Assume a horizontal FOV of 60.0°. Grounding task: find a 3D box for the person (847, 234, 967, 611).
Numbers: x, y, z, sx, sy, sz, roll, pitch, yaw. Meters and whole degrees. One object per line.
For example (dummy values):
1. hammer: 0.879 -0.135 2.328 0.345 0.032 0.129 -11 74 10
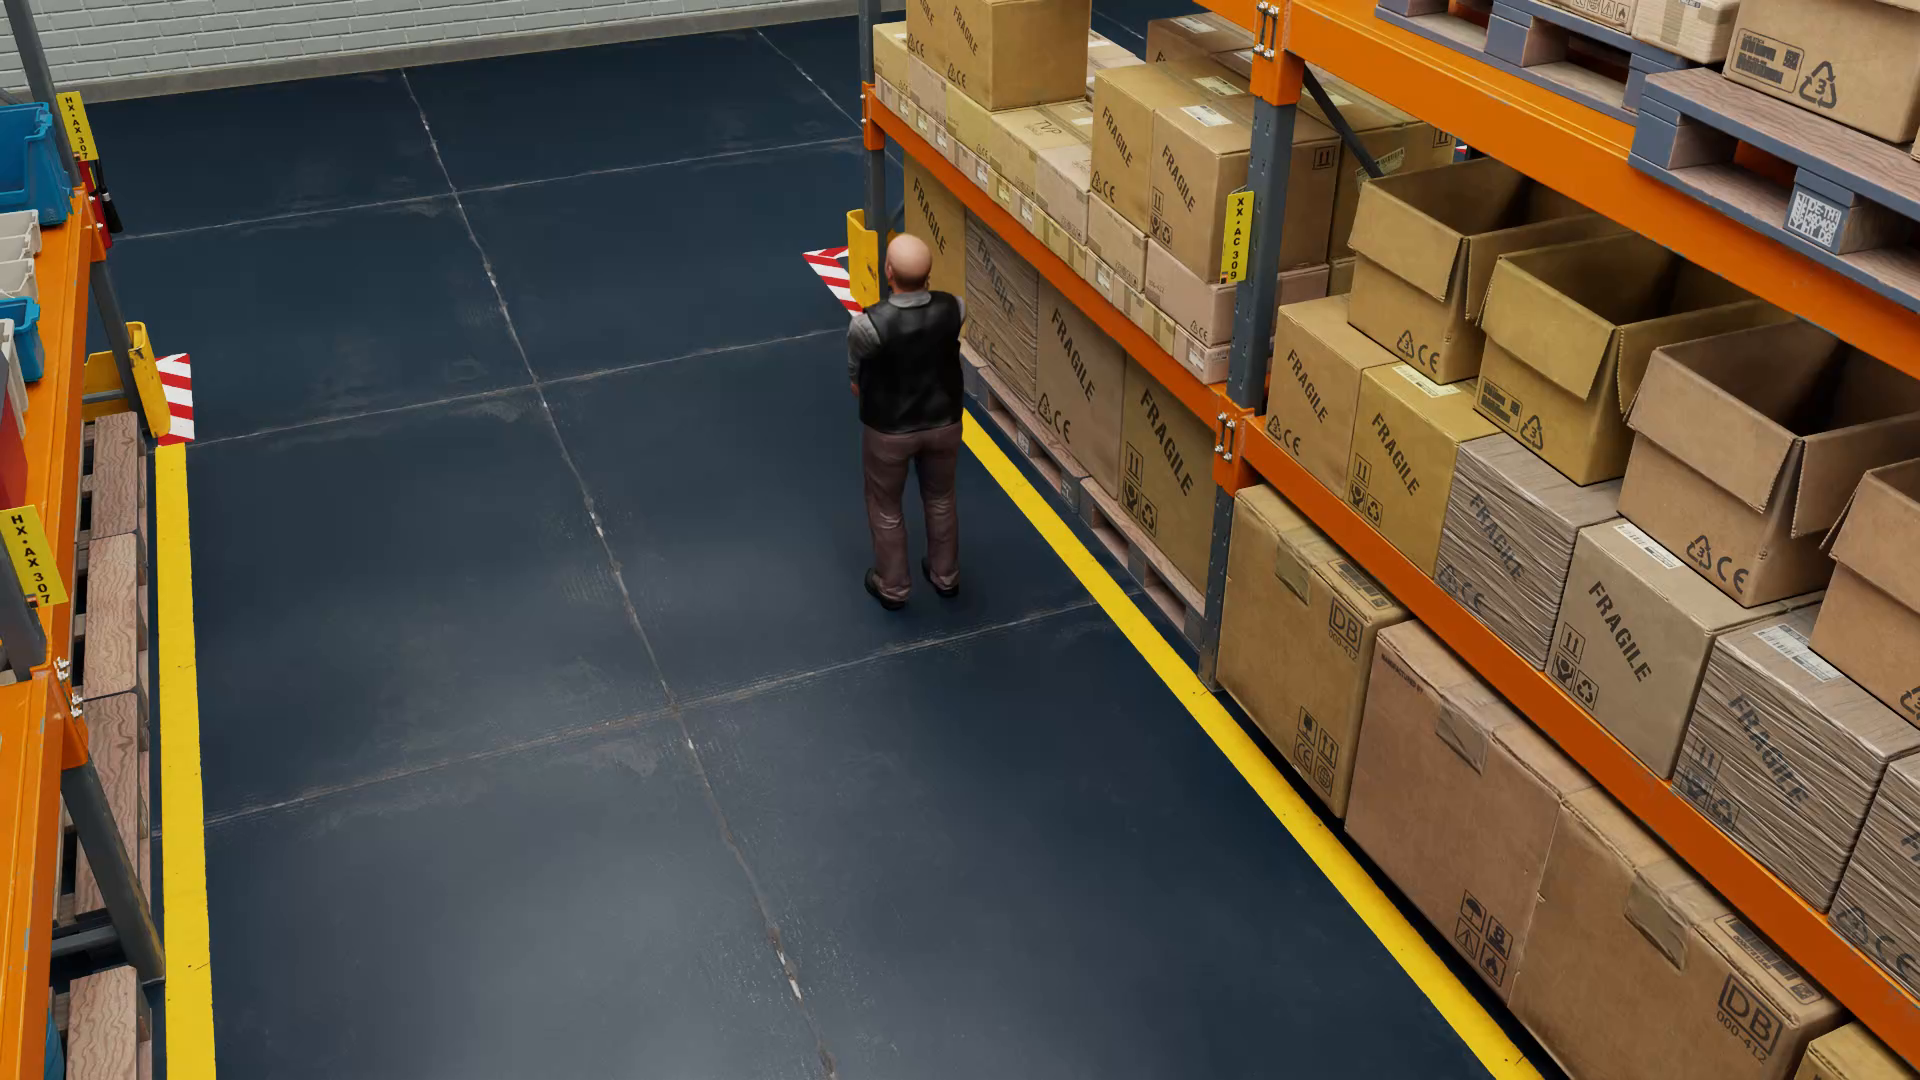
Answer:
1. person: -0.251 -0.529 6.978 0.494 1.711 0.539 -12 35 -18
